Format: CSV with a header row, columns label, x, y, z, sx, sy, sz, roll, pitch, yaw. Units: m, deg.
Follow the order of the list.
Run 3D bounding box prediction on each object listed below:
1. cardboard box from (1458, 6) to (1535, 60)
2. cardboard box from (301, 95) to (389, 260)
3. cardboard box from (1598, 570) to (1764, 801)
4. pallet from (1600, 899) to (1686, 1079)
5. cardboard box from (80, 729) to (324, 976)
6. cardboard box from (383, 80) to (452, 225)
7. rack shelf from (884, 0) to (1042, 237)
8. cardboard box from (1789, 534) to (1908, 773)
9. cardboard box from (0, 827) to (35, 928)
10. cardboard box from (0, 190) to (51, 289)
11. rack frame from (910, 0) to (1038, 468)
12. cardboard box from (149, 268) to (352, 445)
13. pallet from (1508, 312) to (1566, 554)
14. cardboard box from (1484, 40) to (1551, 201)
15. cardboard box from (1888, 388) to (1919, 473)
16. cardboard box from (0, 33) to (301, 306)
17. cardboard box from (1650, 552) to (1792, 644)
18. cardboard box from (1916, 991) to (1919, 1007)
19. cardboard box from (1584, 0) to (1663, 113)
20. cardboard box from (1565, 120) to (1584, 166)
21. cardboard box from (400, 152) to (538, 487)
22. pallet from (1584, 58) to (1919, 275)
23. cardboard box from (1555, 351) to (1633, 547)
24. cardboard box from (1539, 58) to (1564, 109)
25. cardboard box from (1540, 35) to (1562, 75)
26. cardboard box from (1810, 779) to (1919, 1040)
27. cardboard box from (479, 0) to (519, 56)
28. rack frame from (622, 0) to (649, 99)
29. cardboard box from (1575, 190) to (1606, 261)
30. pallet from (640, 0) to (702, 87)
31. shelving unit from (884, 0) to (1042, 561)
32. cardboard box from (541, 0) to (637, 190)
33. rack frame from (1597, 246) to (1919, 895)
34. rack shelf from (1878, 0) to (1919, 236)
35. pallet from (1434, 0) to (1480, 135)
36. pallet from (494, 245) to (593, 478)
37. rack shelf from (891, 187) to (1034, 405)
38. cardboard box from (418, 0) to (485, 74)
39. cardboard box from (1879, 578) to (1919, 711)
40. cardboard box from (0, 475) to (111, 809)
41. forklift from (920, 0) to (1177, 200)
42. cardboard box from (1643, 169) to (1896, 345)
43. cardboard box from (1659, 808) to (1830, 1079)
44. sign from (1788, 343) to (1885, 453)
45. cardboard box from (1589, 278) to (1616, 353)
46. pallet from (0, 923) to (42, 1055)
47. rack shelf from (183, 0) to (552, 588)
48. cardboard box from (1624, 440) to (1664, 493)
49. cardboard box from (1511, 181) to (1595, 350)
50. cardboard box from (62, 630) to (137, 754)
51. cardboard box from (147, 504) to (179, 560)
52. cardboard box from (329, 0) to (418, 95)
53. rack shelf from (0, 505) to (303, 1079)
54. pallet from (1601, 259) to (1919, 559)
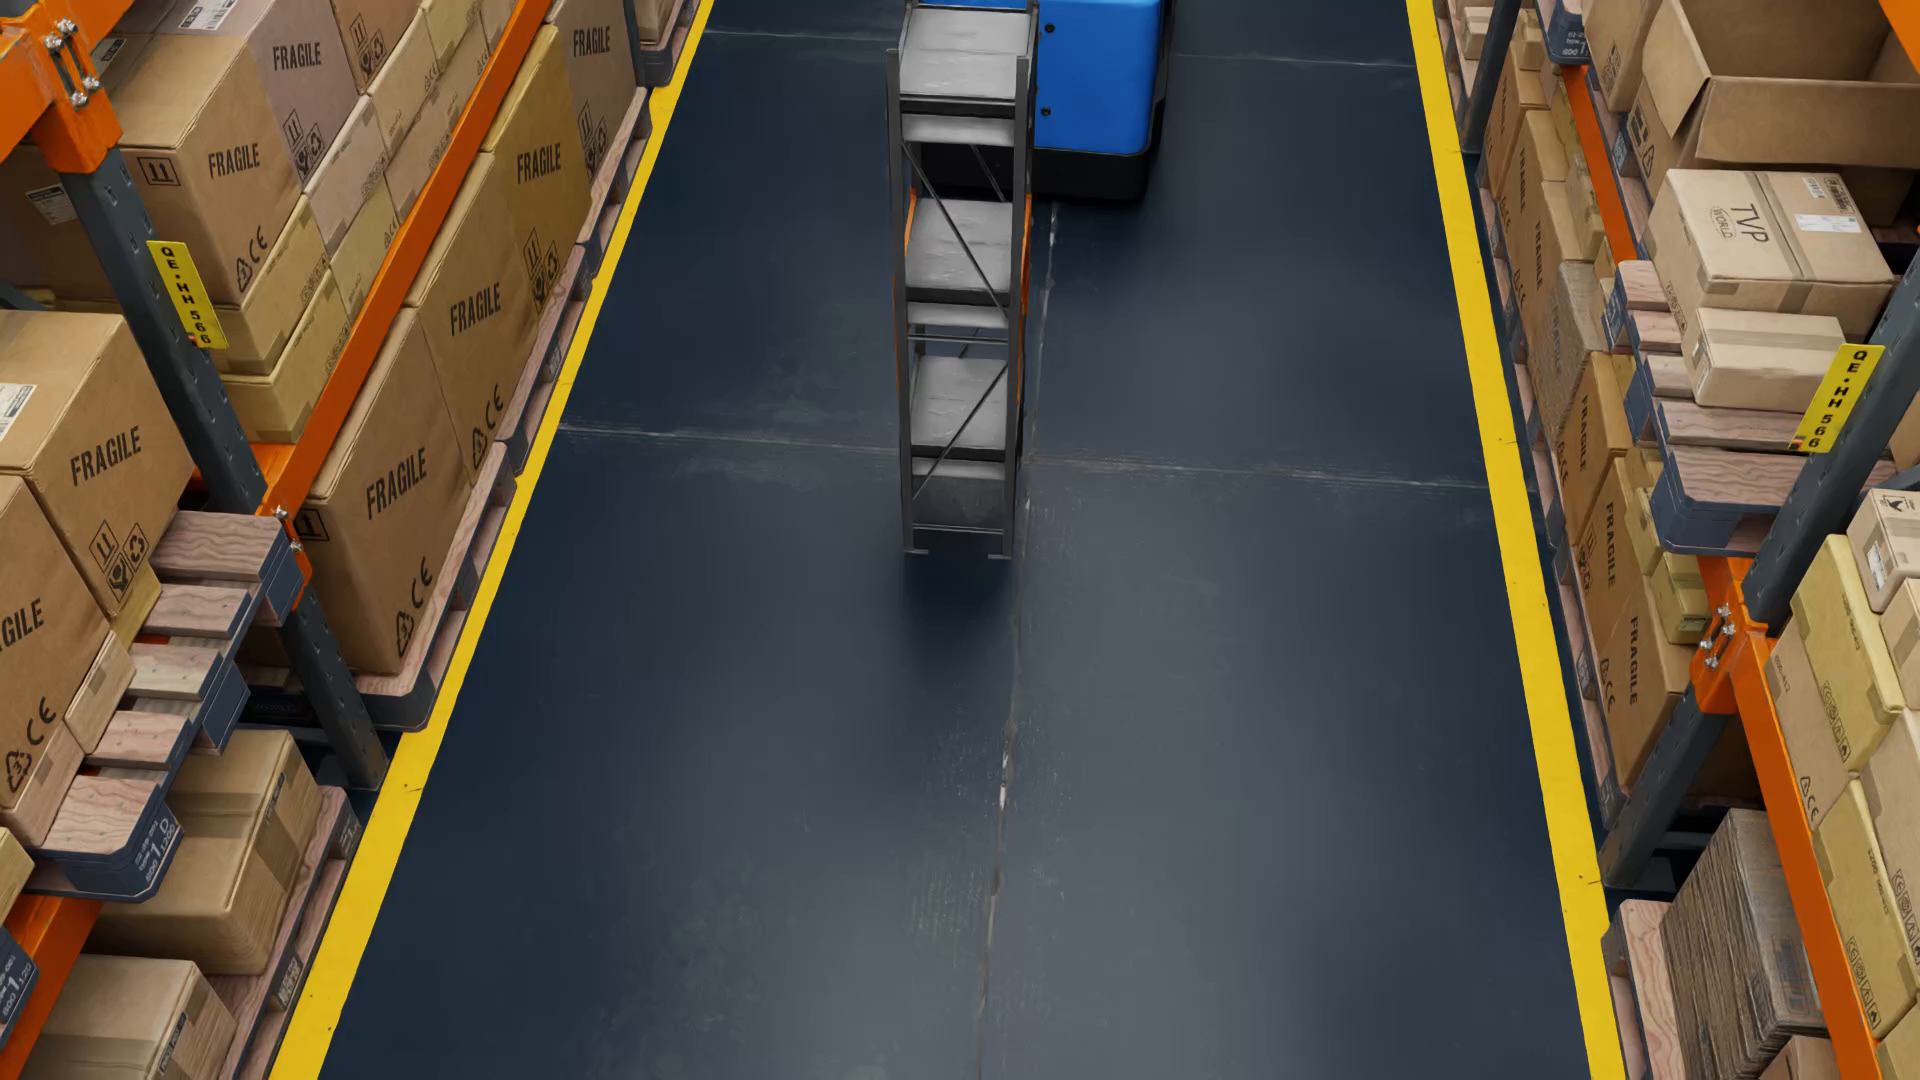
label,x,y,z,sx,sy,sz,roll,pitch,yaw
cardboard box,2.655,-2.473,8.126,0.380,0.149,0.250,3,48,2
cardboard box,-2.071,-1.109,4.995,0.500,0.250,0.500,5,48,4
cardboard box,2.357,0.452,5.213,0.500,0.500,0.500,5,48,5
pallet,2.418,1.619,4.626,1.003,0.211,1.213,4,48,4
cardboard box,-2.473,0.904,4.887,0.950,0.372,0.625,1,48,1
cardboard box,-2.033,-1.311,5.518,0.500,0.250,0.500,5,48,5
rack shelf,0.015,-1.294,5.080,0.431,0.518,0.480,4,48,4
cardboard box,2.224,0.265,3.737,0.500,0.250,0.500,4,48,3
cardboard box,-2.180,0.722,3.443,0.380,0.149,0.250,5,48,4
cardboard box,-2.625,-1.024,4.409,0.500,0.500,0.500,3,48,2
rack frame,0.037,-1.010,5.750,0.400,2.100,0.015,4,48,4
cardboard box,-2.116,-0.548,4.820,0.500,0.250,0.500,3,48,3
pallet,2.752,-0.424,6.494,1.003,0.211,1.213,4,48,4
cardboard box,2.629,-1.822,7.293,0.500,0.500,0.500,6,48,5
cardboard box,2.735,-0.468,4.293,0.500,0.500,0.500,6,48,5
cardboard box,-2.123,-0.973,4.362,0.500,0.500,0.500,2,48,2
cardboard box,2.325,0.178,5.024,0.380,0.149,0.250,2,48,2
cardboard box,2.136,1.018,3.049,0.500,0.250,0.500,3,48,3
cardboard box,2.511,-1.742,5.458,0.700,0.500,0.500,4,48,3
cardboard box,2.627,-1.535,6.591,0.380,0.149,0.250,3,48,3
cardboard box,-2.180,-0.837,6.138,0.875,0.875,0.875,4,48,4
pallet,2.705,-1.289,5.526,1.003,0.211,1.213,4,48,4
cardboard box,2.458,-0.300,5.901,0.500,0.500,0.500,6,48,5
cardboard box,2.651,-1.927,6.949,0.380,0.149,0.250,3,48,2
cardboard box,2.623,-2.041,6.853,0.380,0.149,0.250,2,48,2
cardboard box,2.198,0.805,3.583,0.500,0.250,0.500,3,48,3
cardboard box,-1.949,-2.054,6.198,0.500,0.250,0.500,3,48,2
rack frame,-2.047,-3.195,7.139,1.000,3.000,0.127,4,48,4
cardboard box,2.542,-1.171,6.259,0.380,0.149,0.250,5,48,5
pallet,-1.899,-2.807,8.675,1.003,0.211,1.213,4,48,4
shelving unit,0.015,-0.830,5.586,0.431,2.100,0.503,4,48,4
cardboard box,-2.024,-2.159,7.347,0.875,0.875,0.875,5,48,5
rack frame,2.532,0.075,4.148,1.000,3.000,0.127,4,48,4
rack shelf,2.714,-2.164,4.651,1.077,0.370,4.000,4,48,4
pallet,2.960,-2.427,8.327,1.003,0.211,1.213,4,48,4
pallet,-2.151,-0.783,6.823,1.003,0.211,1.213,4,48,4
rack shelf,0.015,-0.821,5.597,0.431,0.518,0.480,4,48,4
cardboard box,-1.954,-1.846,5.669,0.500,0.250,0.500,5,48,4
cardboard box,2.187,0.233,3.496,0.380,0.149,0.250,5,48,4
cardboard box,-2.212,0.202,3.479,0.500,0.500,0.500,3,48,3
forklift,0.546,-3.638,7.591,1.130,2.935,3.031,6,48,6
cardboard box,2.306,-0.813,4.778,0.500,0.250,0.500,2,48,2
cardboard box,2.462,1.193,4.451,0.875,0.625,0.625,5,48,5
sign,1.991,-0.318,3.777,0.100,0.325,0.005,4,48,4
cardboard box,2.474,-0.794,5.913,0.380,0.149,0.250,2,48,2
pallet,-2.551,1.267,3.189,1.003,0.211,1.213,4,48,4
rack shelf,-2.229,-1.483,6.061,1.077,0.370,4.000,4,48,4
cardboard box,2.387,-0.215,5.383,0.380,0.149,0.250,2,48,2
cardboard box,2.540,-1.063,6.599,0.500,0.500,0.500,3,48,2
cardboard box,-2.138,0.334,3.797,0.380,0.149,0.250,4,48,3
cardboard box,-2.207,-0.056,4.154,0.380,0.149,0.250,5,48,5
cardboard box,-2.025,-1.717,5.042,0.500,0.500,0.500,5,48,5
rack shelf,-2.594,1.457,3.372,1.077,0.370,4.000,4,48,4
pallet,2.524,-0.363,4.679,1.213,0.211,1.003,4,48,4
